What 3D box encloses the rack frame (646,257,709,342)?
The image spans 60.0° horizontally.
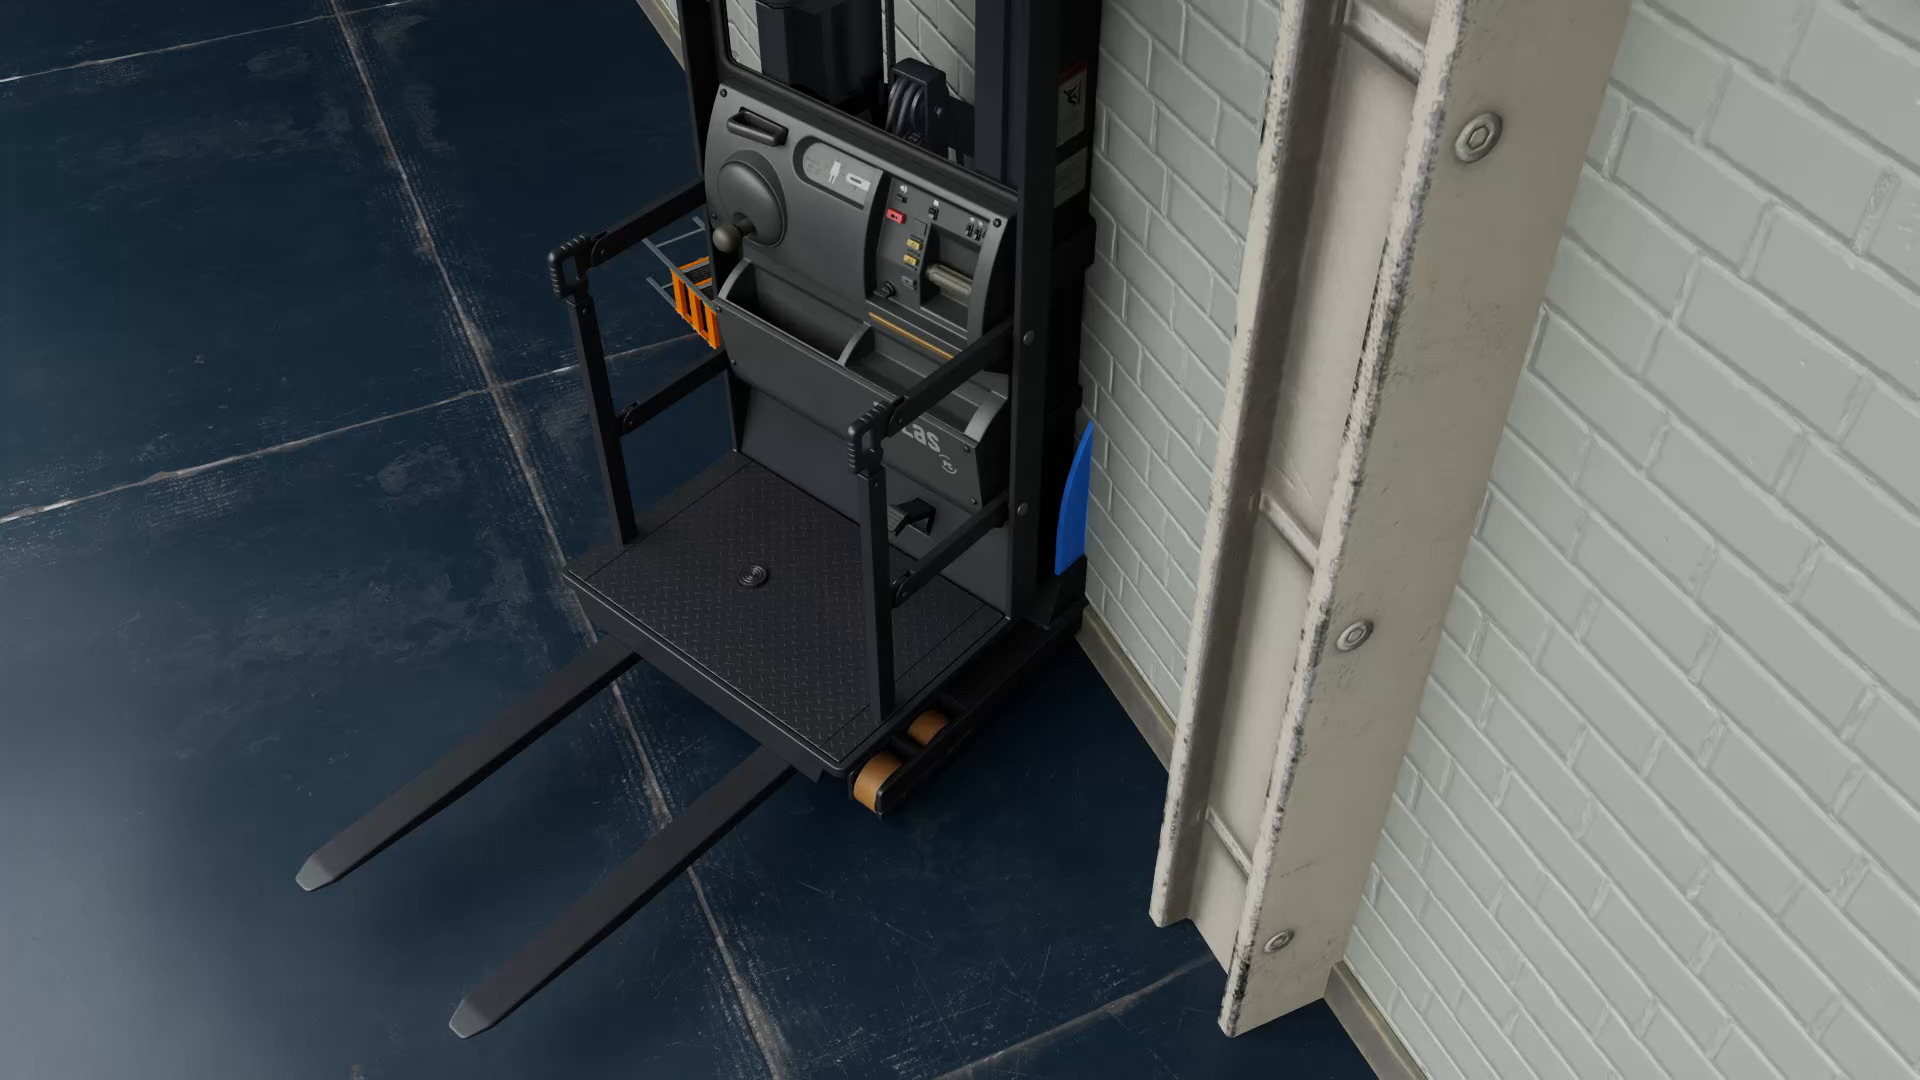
[{"bbox_3d":[-0.729,-0.684,5.936,0.240,0.006,1.200,-27,51,-24],"label":"rack frame"}]

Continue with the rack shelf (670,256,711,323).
[{"bbox_3d":[-0.913,-0.930,6.054,0.258,0.180,0.103,-27,51,-24],"label":"rack shelf"}]

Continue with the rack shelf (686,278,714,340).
[{"bbox_3d":[-0.843,-0.861,5.985,0.258,0.180,0.103,-27,51,-24],"label":"rack shelf"}]

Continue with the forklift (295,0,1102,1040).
[{"bbox_3d":[-0.404,-0.710,3.883,1.130,2.935,3.031,31,52,27],"label":"forklift"}]

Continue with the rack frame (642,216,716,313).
[{"bbox_3d":[-0.729,-0.815,5.807,0.240,0.006,1.200,-27,51,-24],"label":"rack frame"}]

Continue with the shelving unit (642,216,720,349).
[{"bbox_3d":[-0.729,-0.750,5.872,0.258,0.189,1.200,-27,51,-24],"label":"shelving unit"}]

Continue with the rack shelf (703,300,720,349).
[{"bbox_3d":[-0.773,-0.793,5.915,0.258,0.180,0.103,-27,51,-24],"label":"rack shelf"}]
